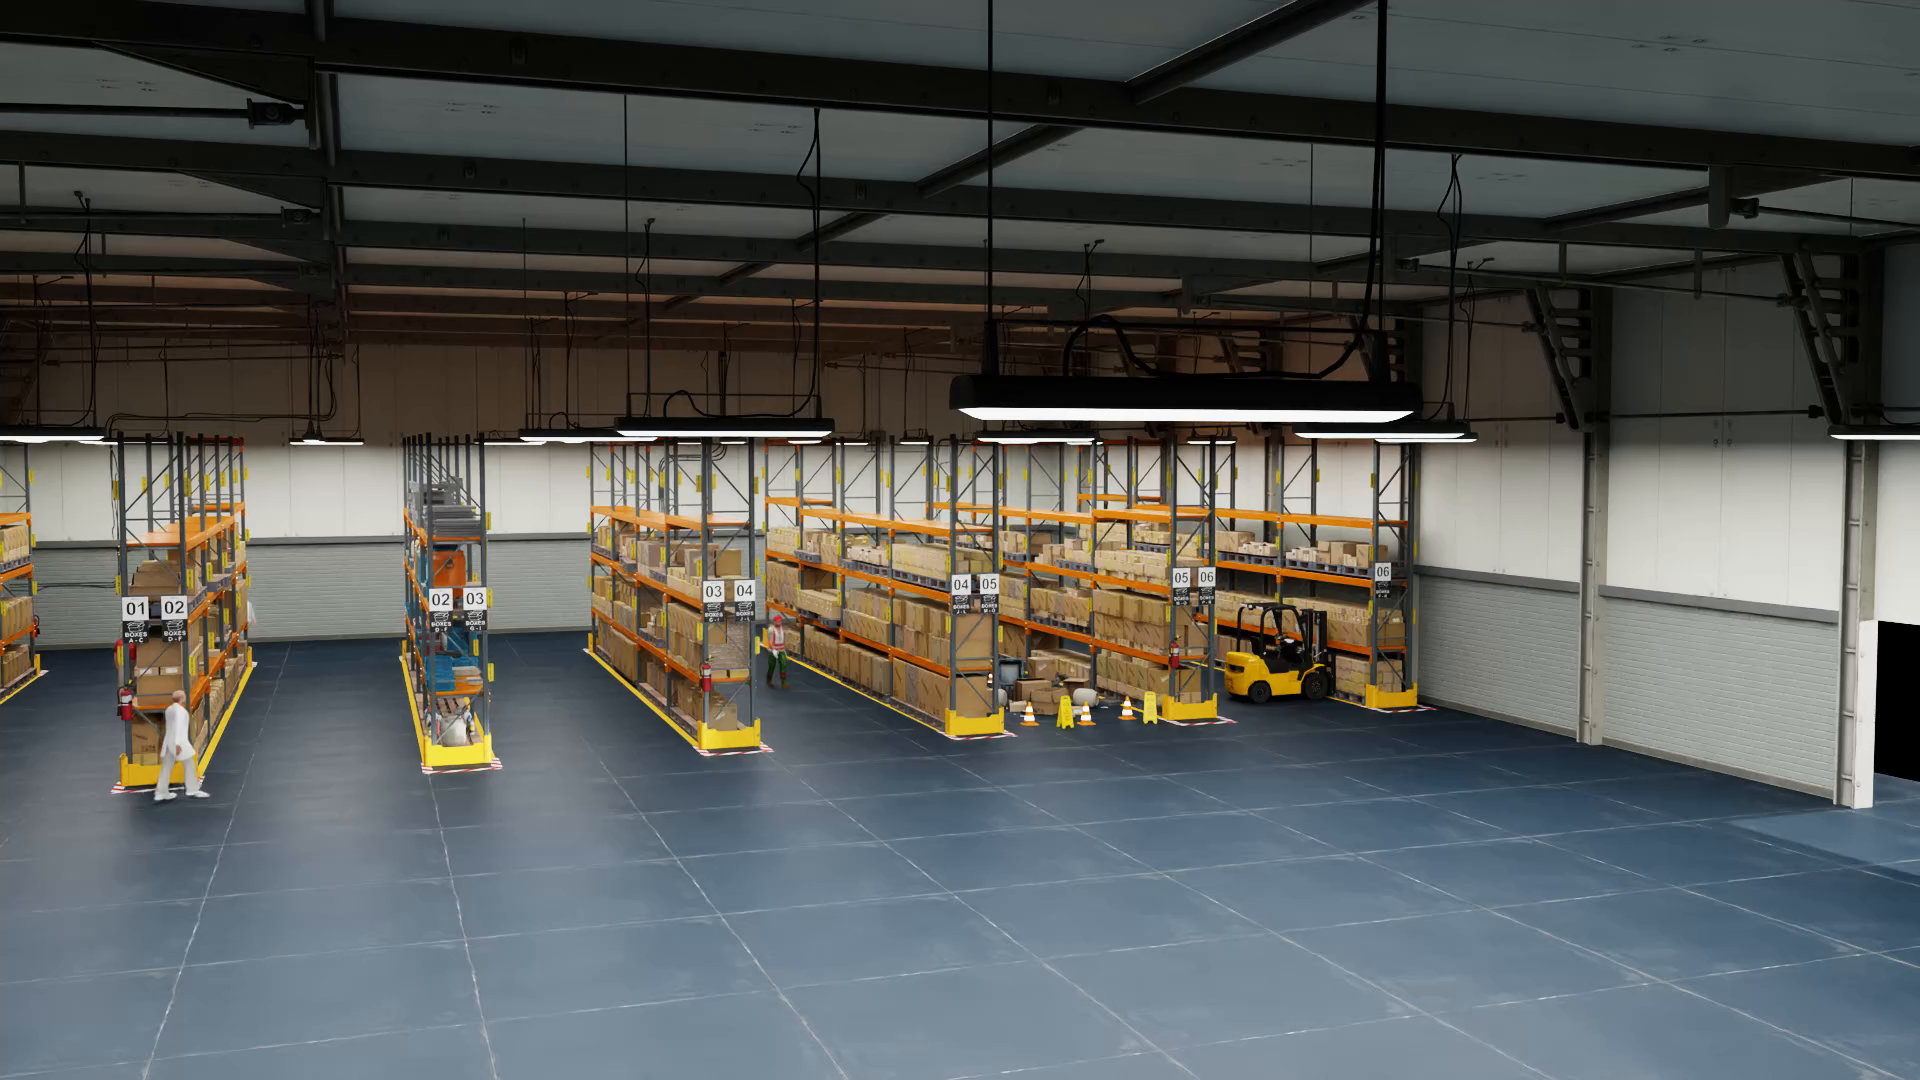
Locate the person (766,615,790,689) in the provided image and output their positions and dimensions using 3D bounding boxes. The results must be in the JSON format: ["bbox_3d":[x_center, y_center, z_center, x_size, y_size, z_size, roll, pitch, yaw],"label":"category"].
[{"bbox_3d":[-4.310,2.646,39.549,0.555,1.728,0.995,-2,4,-35],"label":"person"}]

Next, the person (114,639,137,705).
[{"bbox_3d":[-18.539,2.803,37.081,0.547,1.677,0.976,-2,4,-32],"label":"person"}]

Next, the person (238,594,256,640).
[{"bbox_3d":[-20.044,2.264,46.512,1.102,1.706,0.592,3,4,42],"label":"person"}]

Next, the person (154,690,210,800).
[{"bbox_3d":[-12.756,3.347,27.096,0.606,1.793,0.825,2,4,31],"label":"person"}]
